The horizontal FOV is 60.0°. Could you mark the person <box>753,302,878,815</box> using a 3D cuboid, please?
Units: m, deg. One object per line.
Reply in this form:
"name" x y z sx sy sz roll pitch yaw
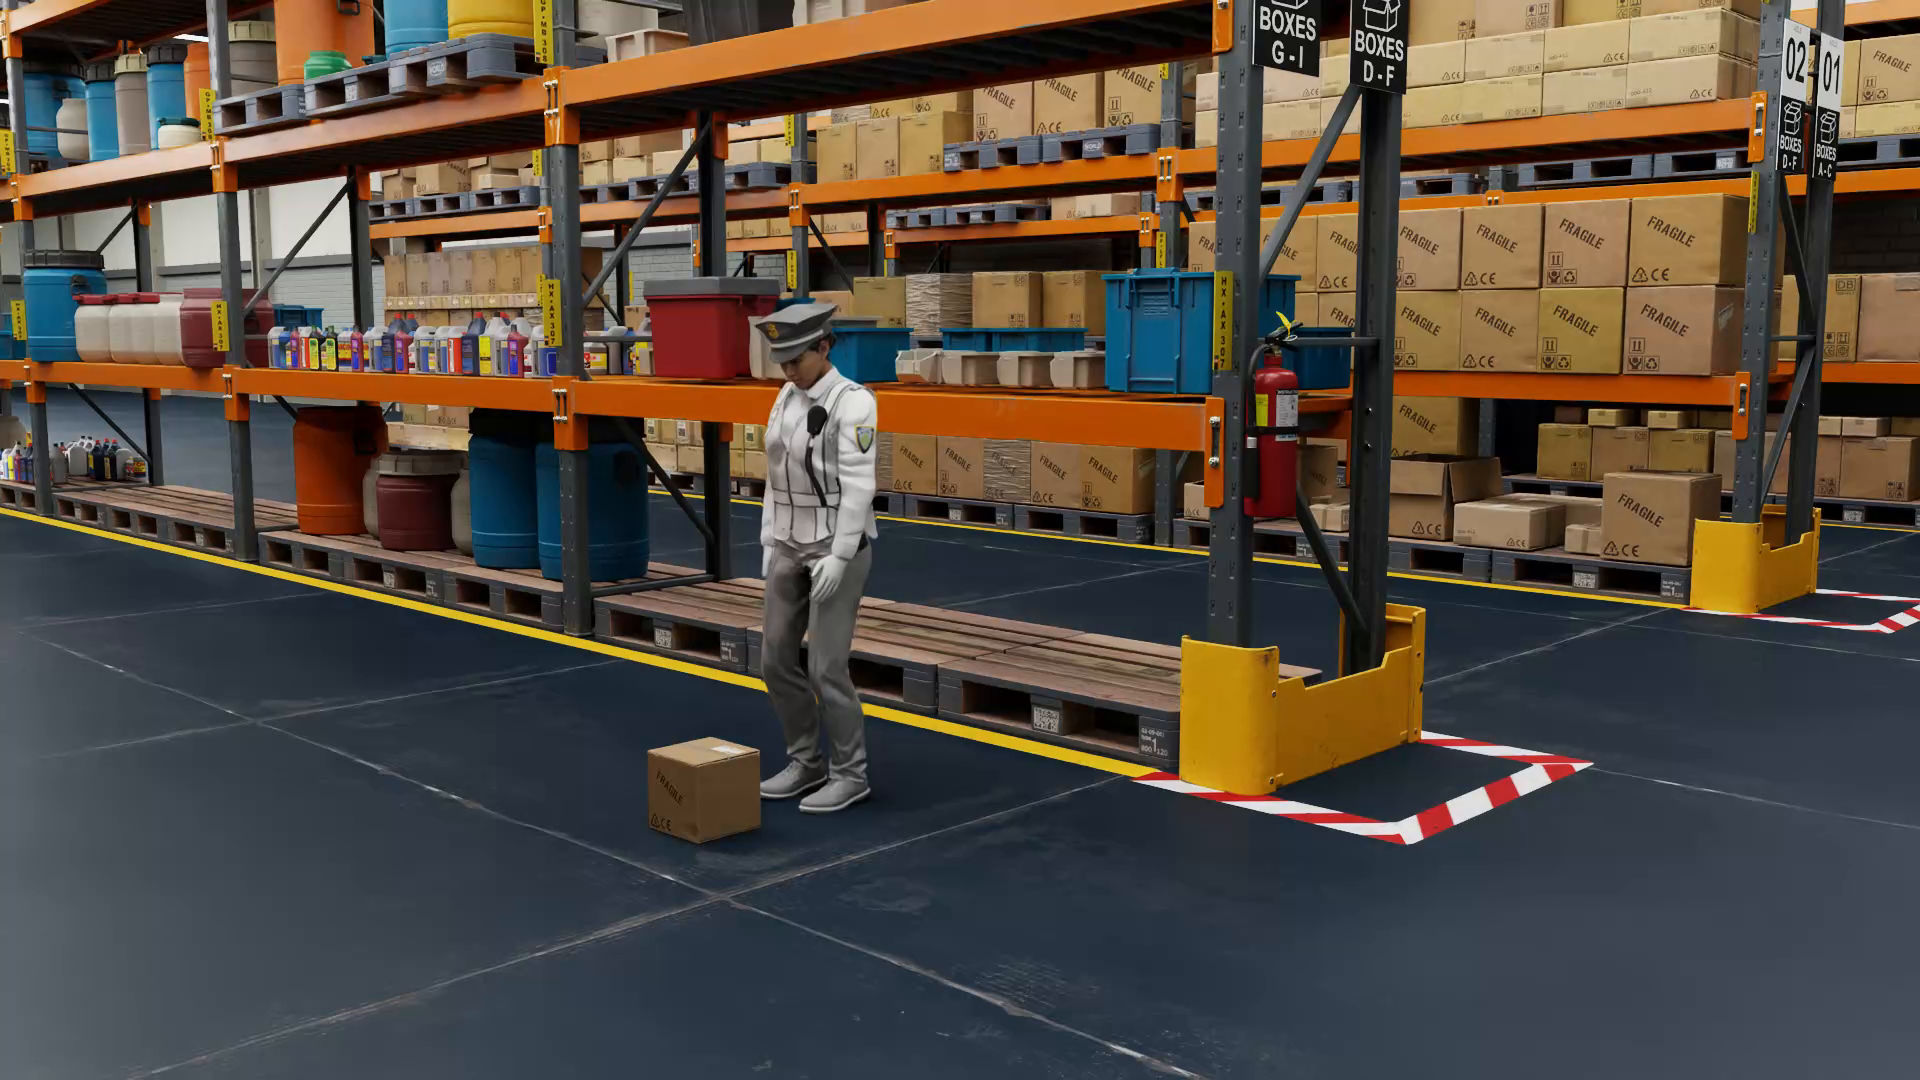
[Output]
"person" -0.469 0.055 5.435 0.396 1.647 0.488 -7 10 -44
